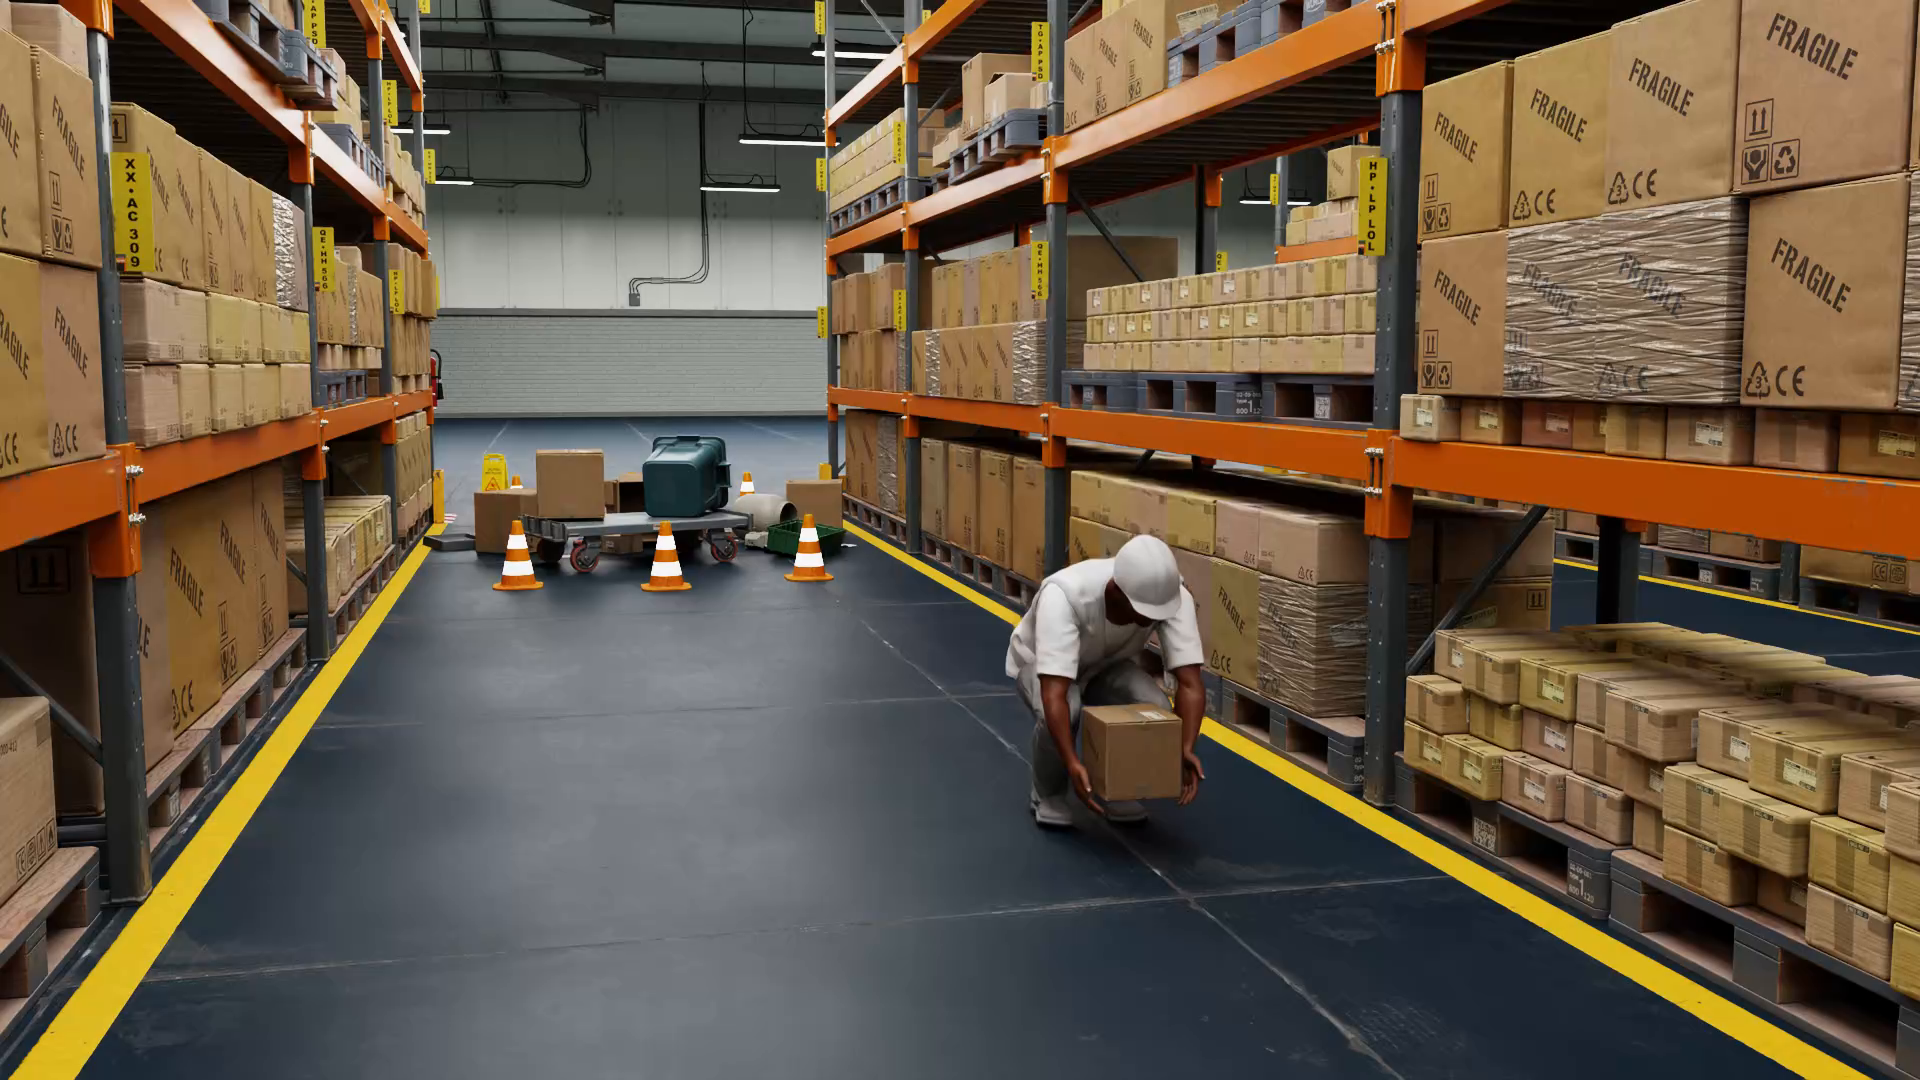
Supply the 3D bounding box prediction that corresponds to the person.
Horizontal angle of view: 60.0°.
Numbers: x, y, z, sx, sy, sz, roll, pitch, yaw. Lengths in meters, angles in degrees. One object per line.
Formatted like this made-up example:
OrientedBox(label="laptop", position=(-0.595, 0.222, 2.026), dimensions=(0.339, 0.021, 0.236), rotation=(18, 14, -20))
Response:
OrientedBox(label="person", position=(0.490, 0.459, 5.593), dimensions=(0.585, 1.018, 0.882), rotation=(-2, 6, -14))
